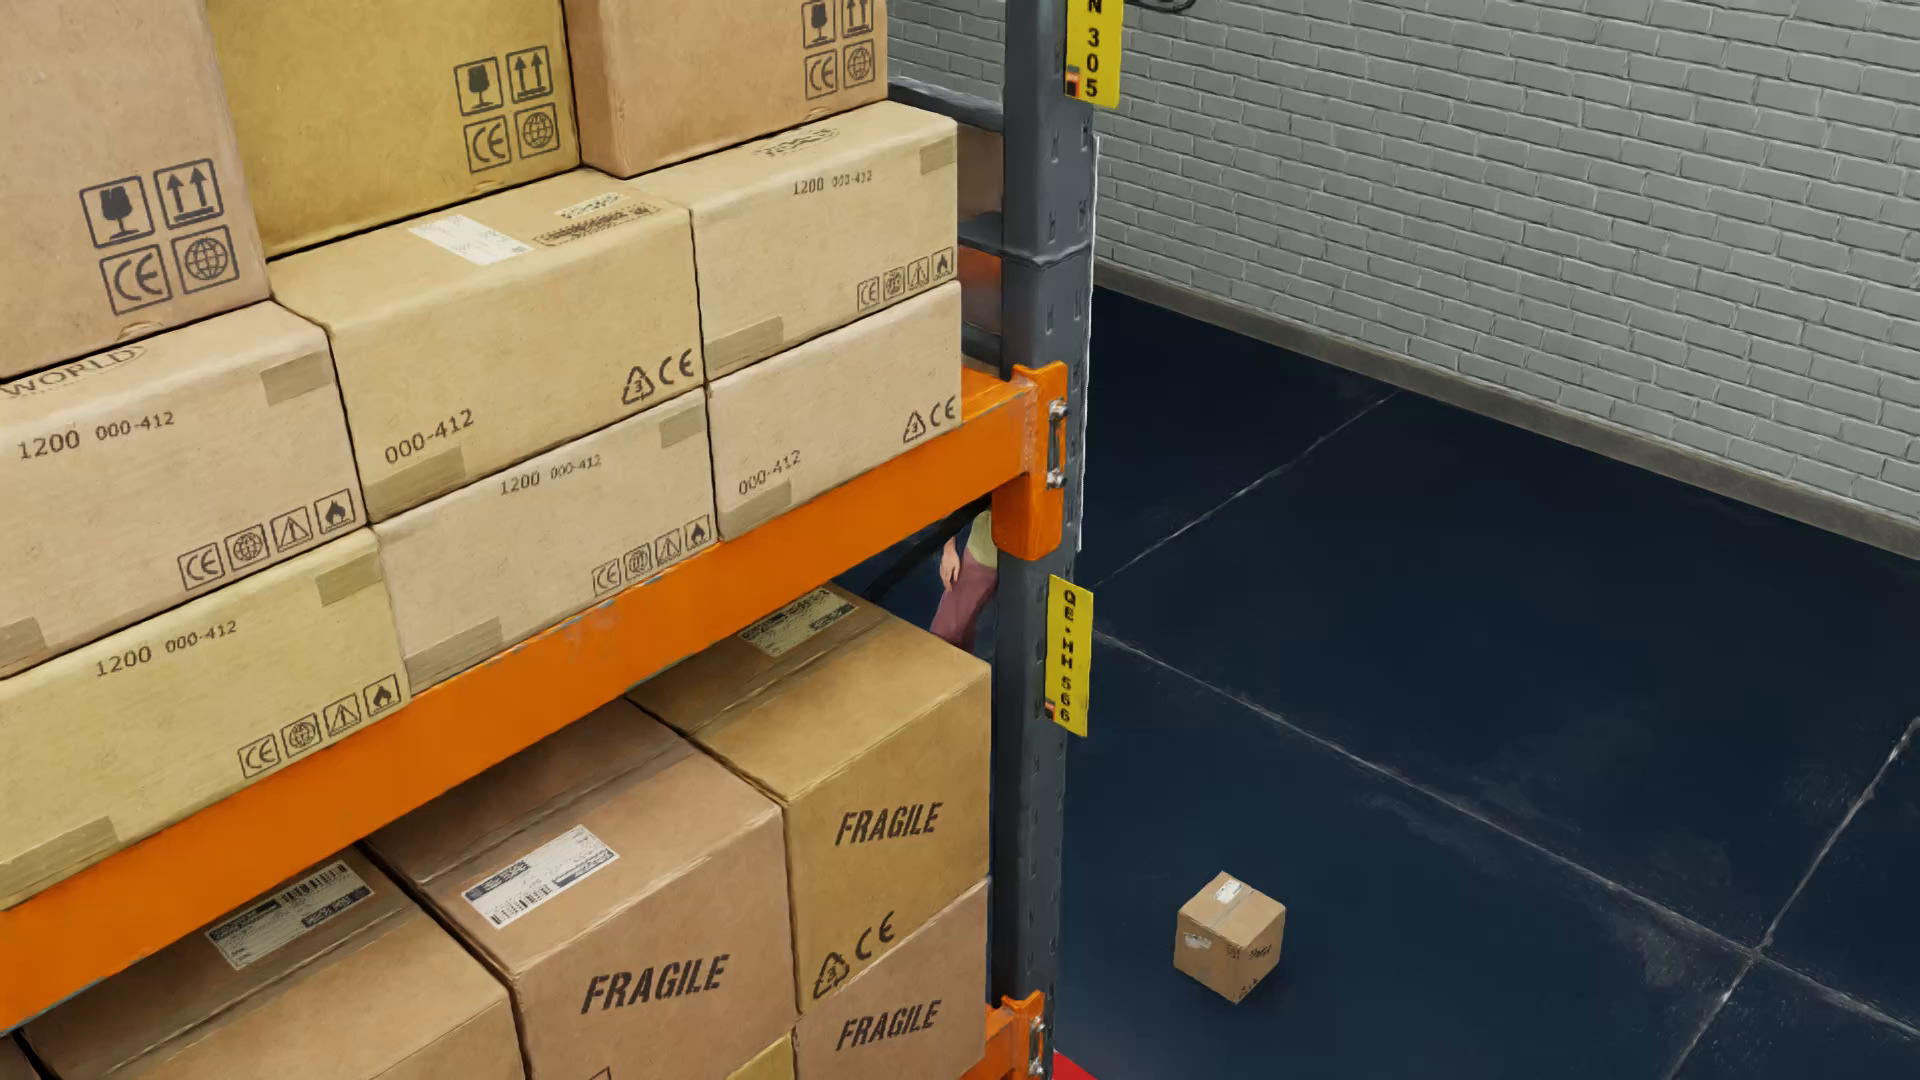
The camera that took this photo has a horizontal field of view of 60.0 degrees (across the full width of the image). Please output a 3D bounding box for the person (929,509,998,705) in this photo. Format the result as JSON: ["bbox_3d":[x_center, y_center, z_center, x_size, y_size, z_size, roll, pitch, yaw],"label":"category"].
[{"bbox_3d":[0.081,0.010,6.113,0.652,1.663,0.450,1,31,2],"label":"person"}]
